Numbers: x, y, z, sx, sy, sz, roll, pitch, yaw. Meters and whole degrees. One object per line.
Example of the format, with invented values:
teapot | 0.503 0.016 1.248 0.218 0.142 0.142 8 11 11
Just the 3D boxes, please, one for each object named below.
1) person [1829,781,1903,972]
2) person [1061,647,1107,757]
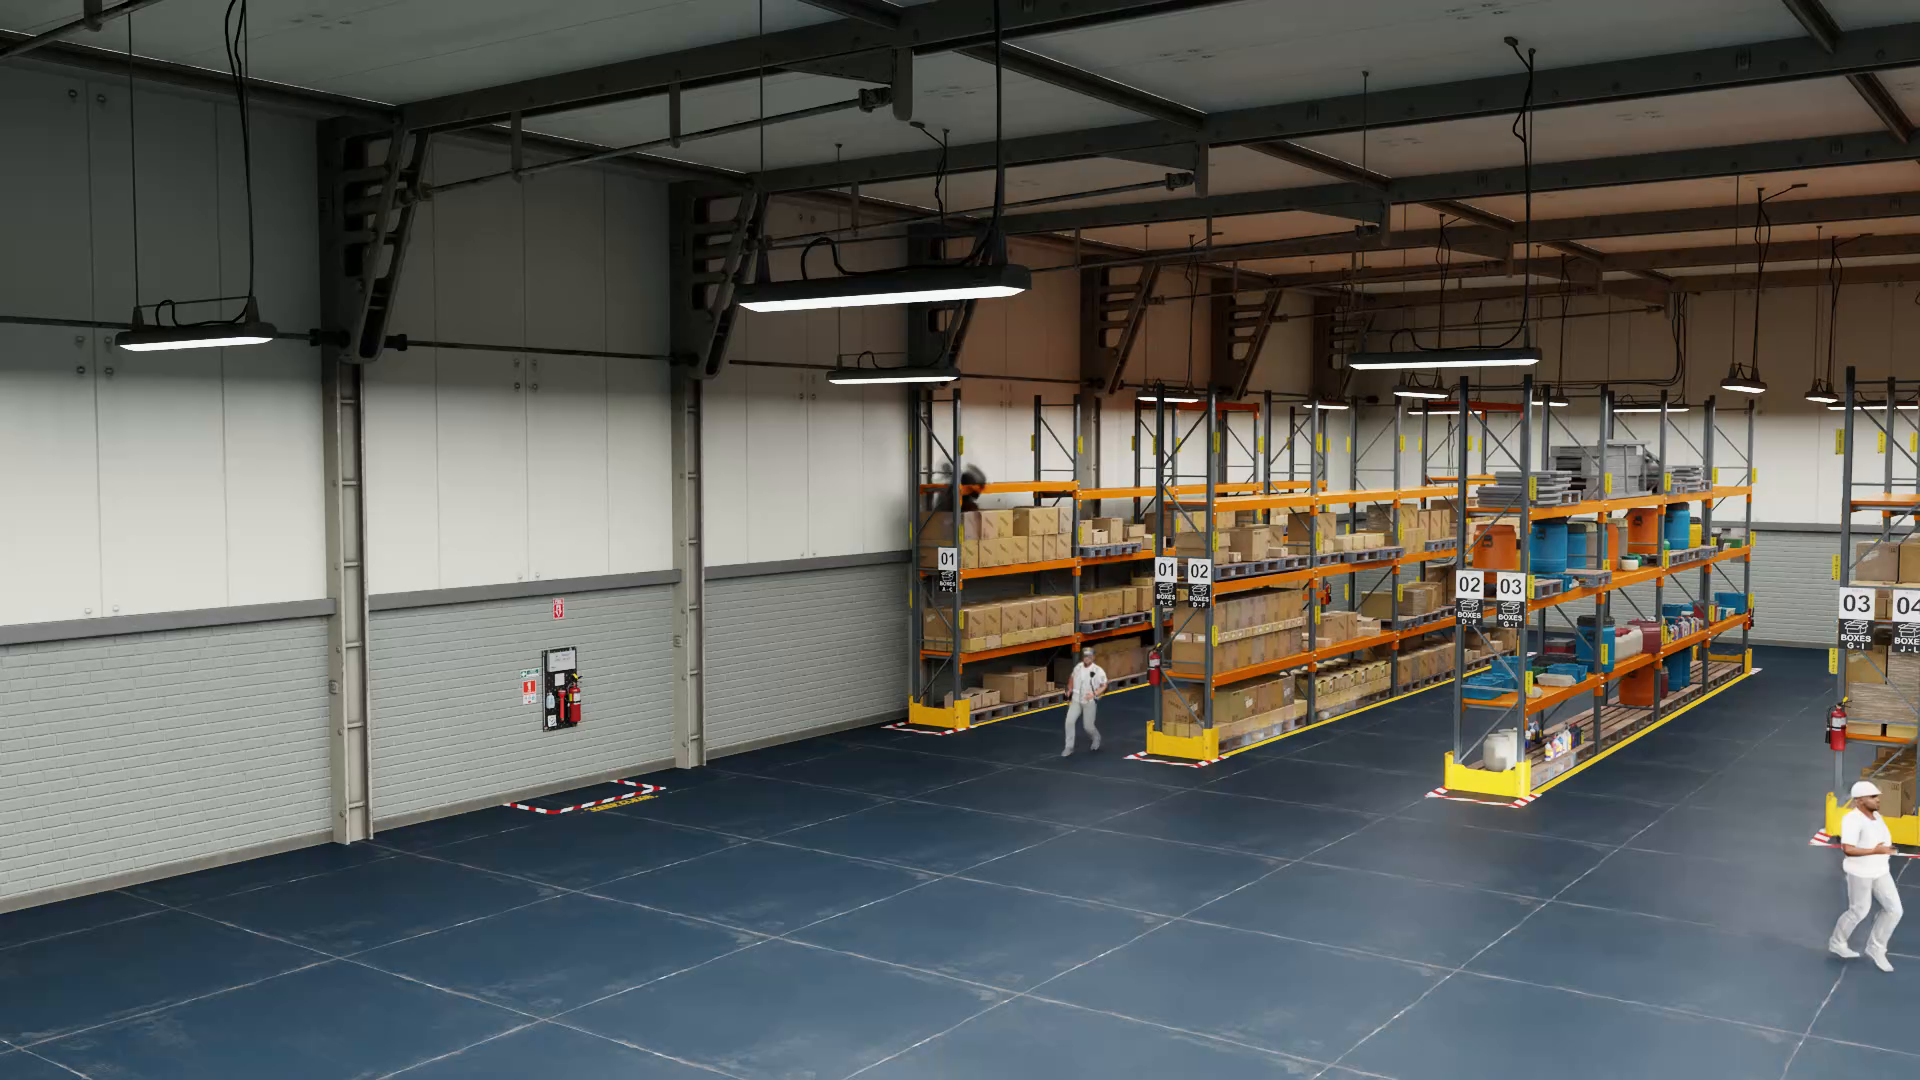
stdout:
person | 8.695 3.217 15.911 0.673 1.812 0.706 -2 4 -26
person | 2.016 2.608 26.975 0.701 1.740 0.858 2 4 30
